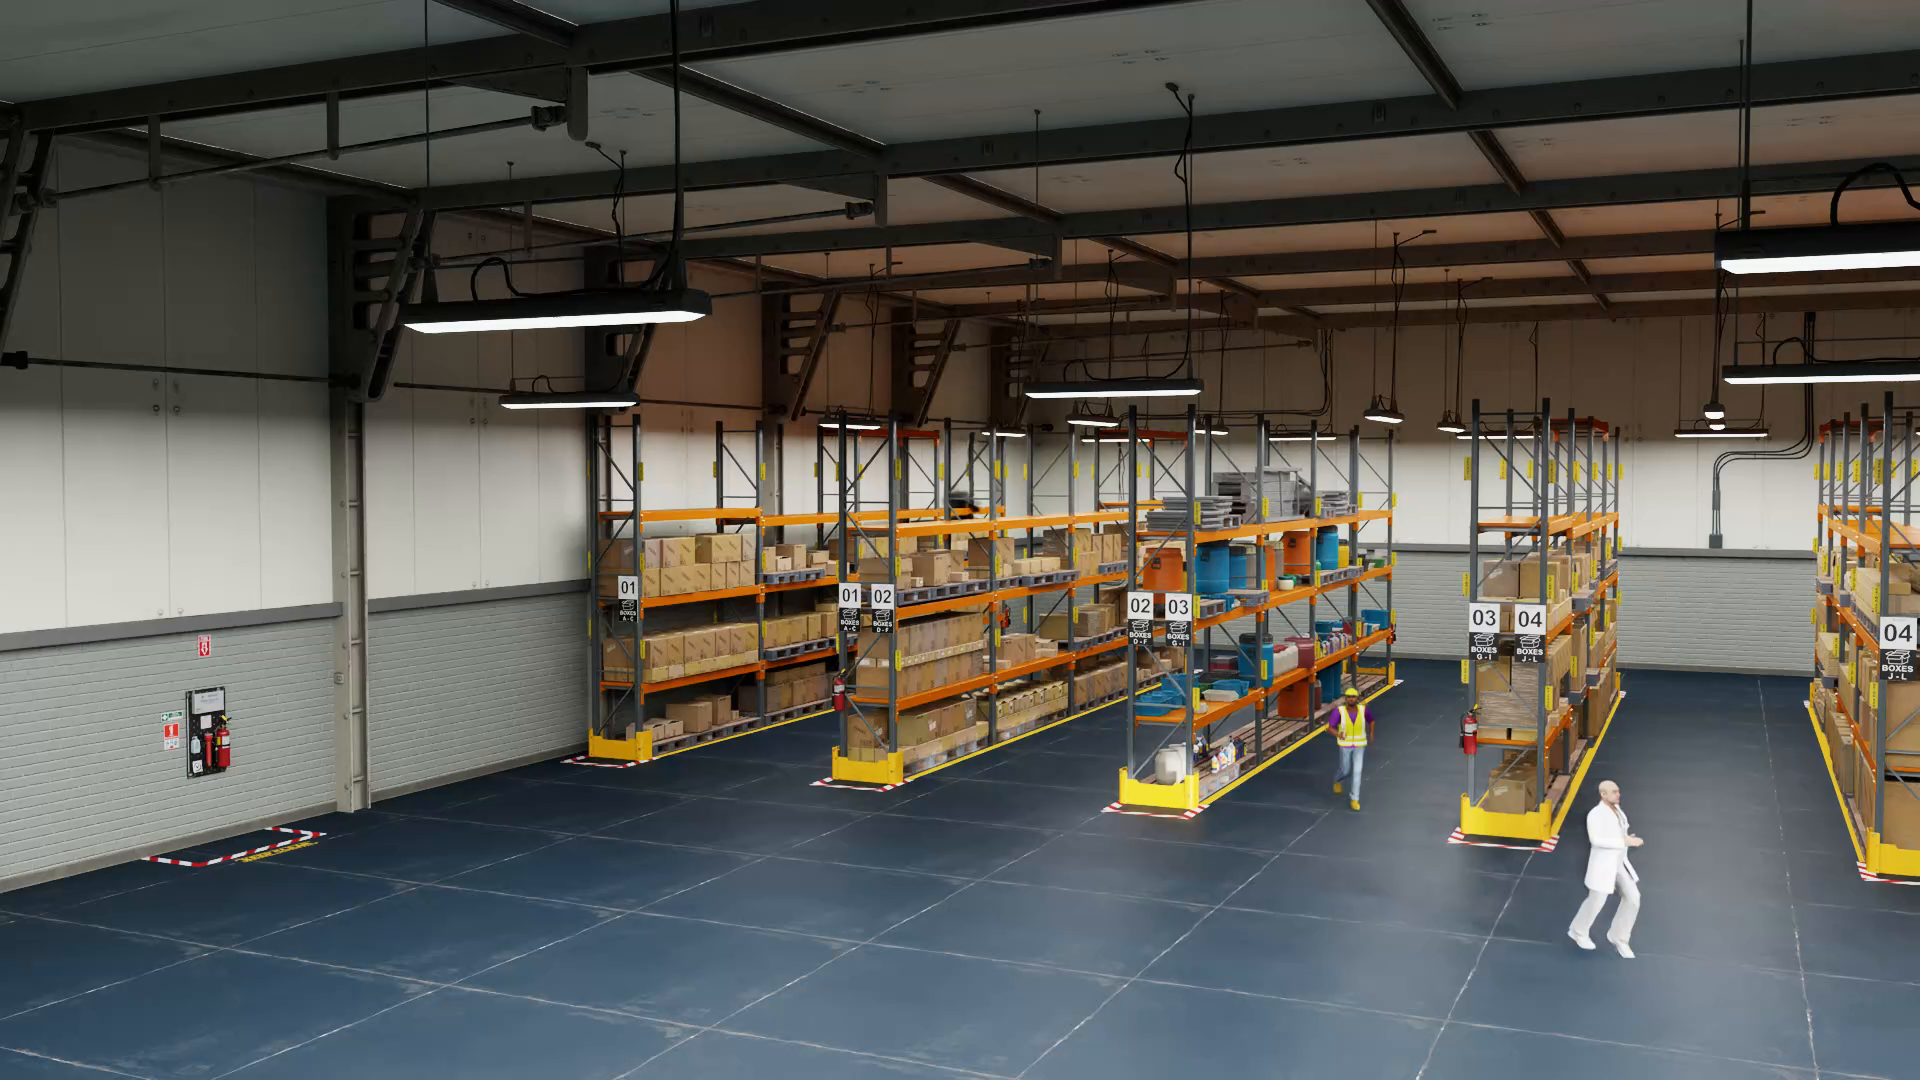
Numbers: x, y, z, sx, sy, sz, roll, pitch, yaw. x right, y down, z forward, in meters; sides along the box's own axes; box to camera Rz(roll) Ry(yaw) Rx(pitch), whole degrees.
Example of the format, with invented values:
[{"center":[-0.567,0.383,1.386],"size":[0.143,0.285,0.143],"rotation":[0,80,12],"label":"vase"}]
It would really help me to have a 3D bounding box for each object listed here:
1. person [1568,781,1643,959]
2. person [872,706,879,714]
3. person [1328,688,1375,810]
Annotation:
[{"center":[6.696,3.409,17.198],"size":[0.688,1.856,0.840],"rotation":[-2,3,-34],"label":"person"},{"center":[-1.434,2.887,31.573],"size":[0.616,1.630,0.679],"rotation":[1,2,18],"label":"person"},{"center":[5.884,3.099,24.997],"size":[0.709,1.766,0.934],"rotation":[0,2,5],"label":"person"}]
